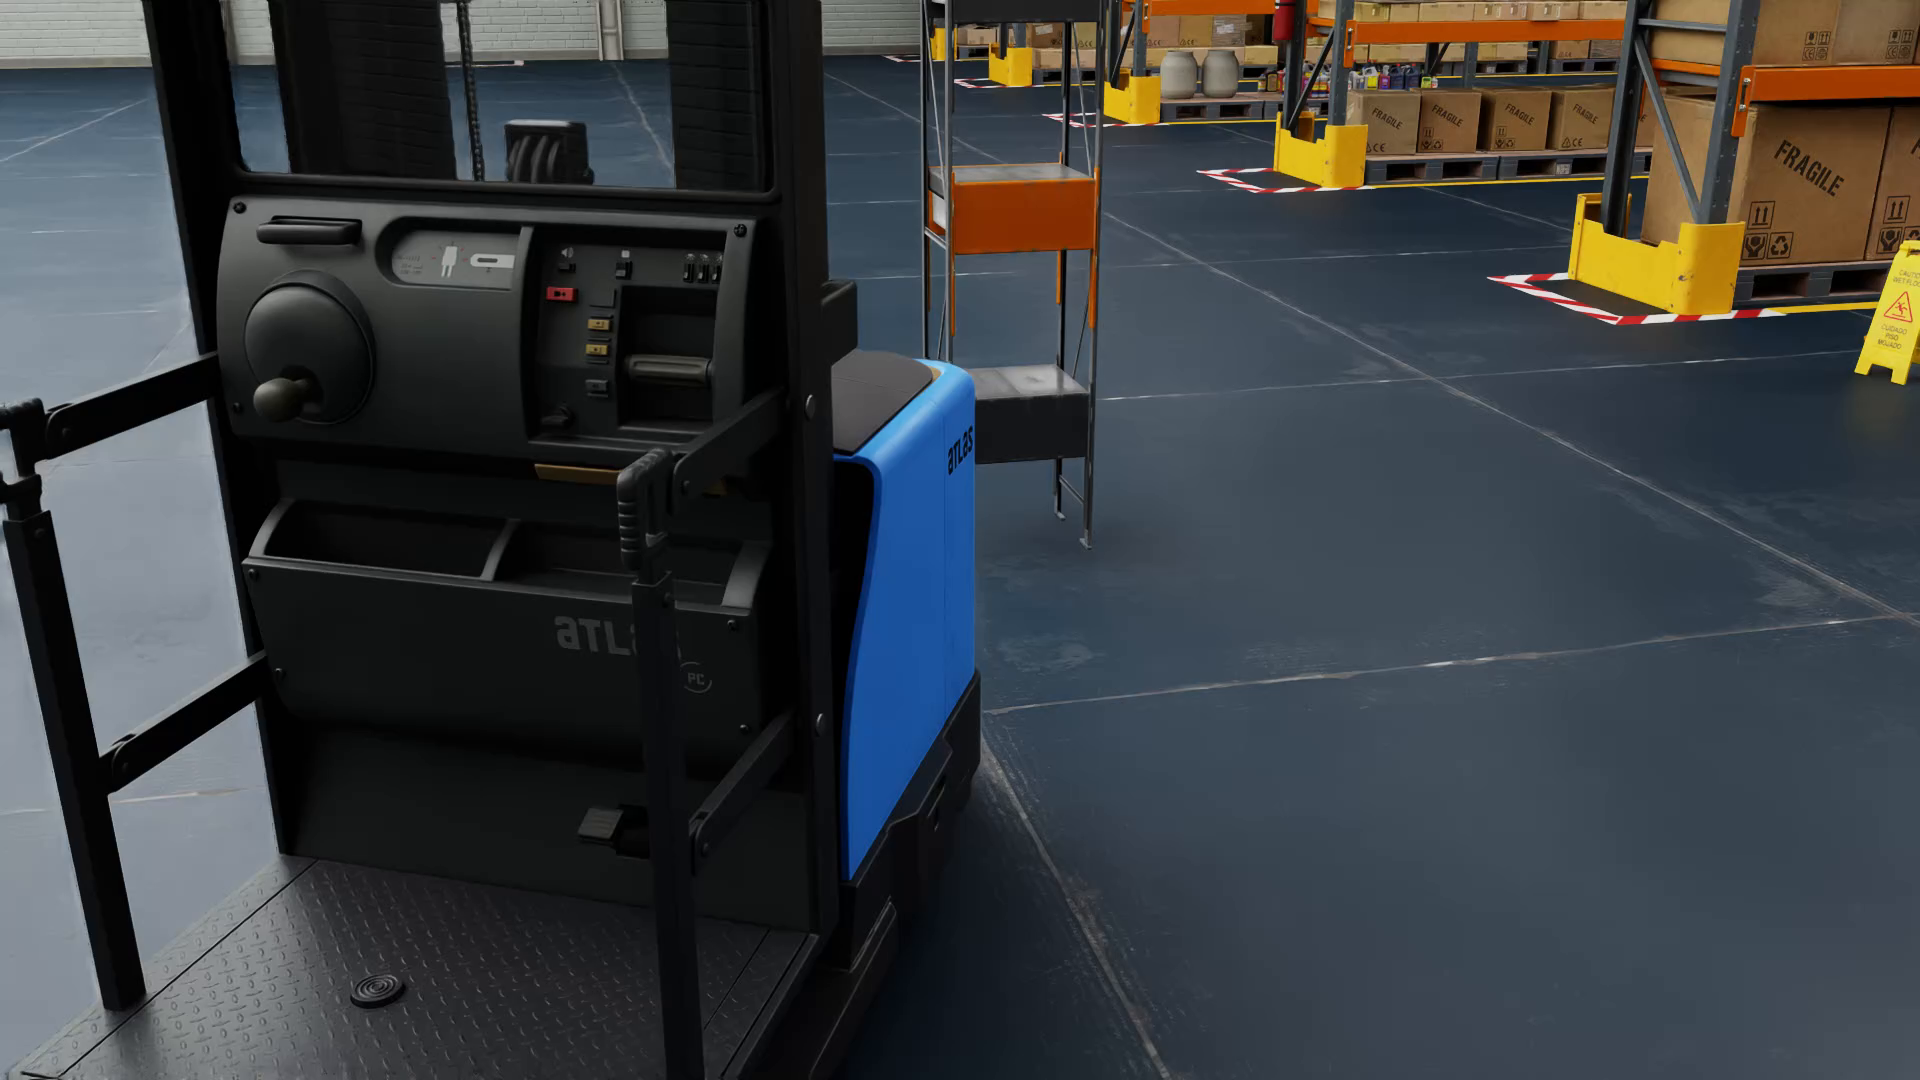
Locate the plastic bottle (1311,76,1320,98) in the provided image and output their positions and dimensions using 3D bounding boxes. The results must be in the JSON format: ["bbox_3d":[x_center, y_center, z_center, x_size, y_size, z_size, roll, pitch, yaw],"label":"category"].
[{"bbox_3d":[4.033,-5.173,18.903,0.097,0.271,0.097,0,20,0],"label":"plastic bottle"}]

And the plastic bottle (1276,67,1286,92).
[{"bbox_3d":[3.801,-5.412,19.548,0.135,0.276,0.152,-4,21,-12],"label":"plastic bottle"}]

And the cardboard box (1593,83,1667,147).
[{"bbox_3d":[5.941,-3.798,14.844,0.500,0.500,0.500,2,20,5],"label":"cardboard box"}]

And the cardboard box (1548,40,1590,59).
[{"bbox_3d":[9.021,-7.446,24.776,0.500,0.500,0.500,-4,20,-10],"label":"cardboard box"}]

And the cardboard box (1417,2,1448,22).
[{"bbox_3d":[3.829,-4.377,13.766,0.250,0.149,0.380,-5,21,-12],"label":"cardboard box"}]

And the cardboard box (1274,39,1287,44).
[{"bbox_3d":[4.948,-7.454,24.374,0.500,0.311,0.500,-5,21,-12],"label":"cardboard box"}]

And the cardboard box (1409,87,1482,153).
[{"bbox_3d":[4.188,-3.650,14.440,0.500,0.500,0.500,1,20,2],"label":"cardboard box"}]

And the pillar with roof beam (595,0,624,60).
[{"bbox_3d":[-4.783,-10.744,22.061,0.400,9.000,9.100,-5,21,-12],"label":"pillar with roof beam"}]

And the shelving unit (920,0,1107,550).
[{"bbox_3d":[0.161,-0.999,5.489,0.503,2.100,0.431,-5,21,-12],"label":"shelving unit"}]

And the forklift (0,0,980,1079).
[{"bbox_3d":[-0.818,-0.331,2.457,1.130,2.935,3.031,5,21,14],"label":"forklift"}]

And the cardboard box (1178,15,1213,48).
[{"bbox_3d":[3.244,-7.228,23.483,0.500,0.500,0.500,-5,21,-12],"label":"cardboard box"}]

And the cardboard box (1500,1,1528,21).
[{"bbox_3d":[4.550,-4.450,13.966,0.250,0.149,0.380,-5,21,-12],"label":"cardboard box"}]

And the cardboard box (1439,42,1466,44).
[{"bbox_3d":[7.063,-7.436,24.326,0.500,0.311,0.500,-5,21,-13],"label":"cardboard box"}]

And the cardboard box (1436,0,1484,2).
[{"bbox_3d":[4.003,-4.824,14.046,0.500,0.500,0.875,-5,21,-12],"label":"cardboard box"}]

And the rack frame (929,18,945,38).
[{"bbox_3d":[-0.417,-9.498,27.381,0.127,3.000,1.000,-5,21,-12],"label":"rack frame"}]

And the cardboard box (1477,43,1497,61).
[{"bbox_3d":[7.555,-7.214,24.534,0.500,0.250,0.500,-5,21,-13],"label":"cardboard box"}]

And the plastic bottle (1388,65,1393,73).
[{"bbox_3d":[5.061,-5.480,19.724,0.133,0.283,0.061,-5,21,-12],"label":"plastic bottle"}]

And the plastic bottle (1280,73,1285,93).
[{"bbox_3d":[3.826,-5.380,19.450,0.133,0.283,0.061,-5,21,-12],"label":"plastic bottle"}]

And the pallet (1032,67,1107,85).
[{"bbox_3d":[1.461,-6.605,23.539,1.213,0.211,1.003,-5,21,-12],"label":"pallet"}]

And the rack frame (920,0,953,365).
[{"bbox_3d":[-0.076,-0.980,5.436,0.015,2.100,0.400,-5,21,-12],"label":"rack frame"}]

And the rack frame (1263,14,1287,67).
[{"bbox_3d":[4.620,-8.156,23.720,0.127,3.000,1.000,-5,21,-12],"label":"rack frame"}]

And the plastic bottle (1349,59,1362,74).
[{"bbox_3d":[4.691,-5.521,19.737,0.185,0.351,0.144,-6,21,-15],"label":"plastic bottle"}]

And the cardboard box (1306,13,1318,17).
[{"bbox_3d":[6.152,-9.087,29.256,0.500,0.500,0.700,-5,21,-13],"label":"cardboard box"}]

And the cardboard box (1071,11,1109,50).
[{"bbox_3d":[1.786,-7.106,23.150,0.500,0.500,0.500,-5,21,-12],"label":"cardboard box"}]

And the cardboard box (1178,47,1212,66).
[{"bbox_3d":[3.246,-6.872,23.600,0.500,0.250,0.500,-5,21,-12],"label":"cardboard box"}]

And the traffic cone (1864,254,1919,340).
[{"bbox_3d":[4.889,-1.231,8.502,0.334,0.463,0.336,-5,21,-12],"label":"traffic cone"}]

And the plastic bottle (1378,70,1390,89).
[{"bbox_3d":[4.860,-5.240,19.067,0.133,0.283,0.061,-3,20,-9],"label":"plastic bottle"}]

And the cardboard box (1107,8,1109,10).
[{"bbox_3d":[2.150,-7.324,23.745,0.500,0.500,0.500,-5,21,-12],"label":"cardboard box"}]

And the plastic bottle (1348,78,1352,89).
[{"bbox_3d":[4.427,-5.172,19.003,0.097,0.201,0.097,0,20,0],"label":"plastic bottle"}]

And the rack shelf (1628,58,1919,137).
[{"bbox_3d":[5.992,-2.676,9.804,4.000,0.370,1.077,-5,21,-12],"label":"rack shelf"}]

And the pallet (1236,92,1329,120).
[{"bbox_3d":[3.903,-5.052,19.299,1.213,0.211,1.003,-5,21,-12],"label":"pallet"}]

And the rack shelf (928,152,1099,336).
[{"bbox_3d":[0.161,-0.986,5.494,0.480,0.518,0.431,-5,21,-12],"label":"rack shelf"}]

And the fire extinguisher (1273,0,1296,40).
[{"bbox_3d":[2.785,-4.632,14.212,0.183,0.674,0.296,-5,21,-12],"label":"fire extinguisher"}]

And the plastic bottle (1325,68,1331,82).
[{"bbox_3d":[4.336,-5.405,19.528,0.135,0.276,0.152,-5,21,-12],"label":"plastic bottle"}]

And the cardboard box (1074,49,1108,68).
[{"bbox_3d":[1.786,-6.755,23.280,0.500,0.250,0.500,-5,21,-12],"label":"cardboard box"}]

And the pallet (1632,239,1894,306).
[{"bbox_3d":[4.806,-1.635,9.972,1.213,0.211,1.003,-5,21,-12],"label":"pallet"}]

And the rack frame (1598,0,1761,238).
[{"bbox_3d":[4.046,-2.855,9.248,0.127,3.000,1.000,-5,21,-12],"label":"rack frame"}]

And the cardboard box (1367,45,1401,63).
[{"bbox_3d":[6.070,-7.093,24.205,0.500,0.250,0.500,-5,21,-14],"label":"cardboard box"}]

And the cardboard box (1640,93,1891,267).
[{"bbox_3d":[4.690,-2.131,9.749,0.875,0.875,0.875,-5,21,-12],"label":"cardboard box"}]

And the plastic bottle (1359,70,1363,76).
[{"bbox_3d":[4.646,-5.273,19.159,0.133,0.283,0.061,-5,21,-12],"label":"plastic bottle"}]

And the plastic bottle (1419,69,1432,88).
[{"bbox_3d":[5.363,-5.281,19.179,0.133,0.283,0.061,-4,20,-10],"label":"plastic bottle"}]

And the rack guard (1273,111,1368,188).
[{"bbox_3d":[3.077,-3.356,14.249,0.348,0.500,1.175,-5,21,-12],"label":"rack guard"}]

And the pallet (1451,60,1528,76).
[{"bbox_3d":[7.702,-7.112,24.922,1.213,0.211,1.003,-5,21,-12],"label":"pallet"}]

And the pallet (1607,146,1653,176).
[{"bbox_3d":[6.250,-3.466,14.969,1.213,0.211,1.003,-5,21,-12],"label":"pallet"}]

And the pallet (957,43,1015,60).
[{"bbox_3d":[0.456,-8.247,28.021,1.213,0.211,1.003,-5,21,-12],"label":"pallet"}]

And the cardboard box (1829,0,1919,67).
[{"bbox_3d":[4.927,-3.021,9.483,0.550,0.550,0.875,-5,21,-12],"label":"cardboard box"}]

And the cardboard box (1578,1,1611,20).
[{"bbox_3d":[5.291,-4.493,14.084,0.250,0.149,0.380,-5,21,-12],"label":"cardboard box"}]
